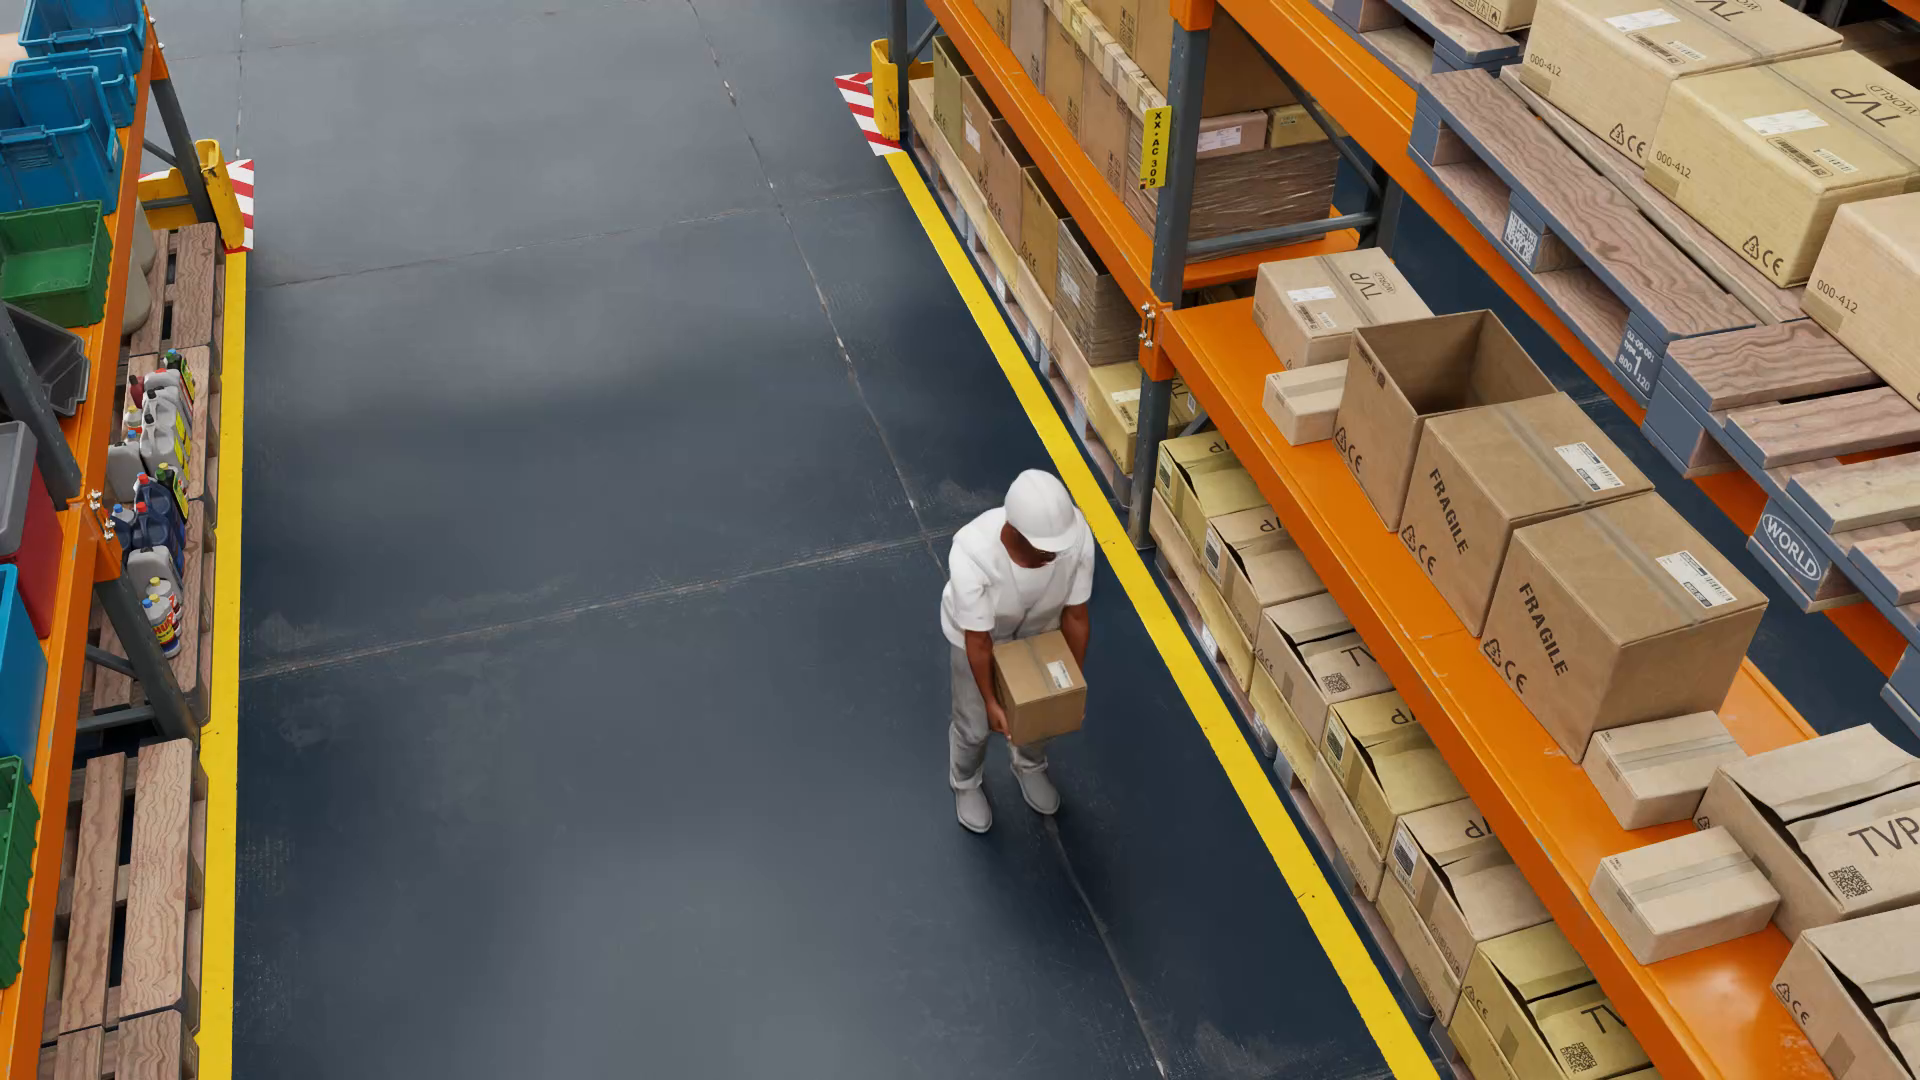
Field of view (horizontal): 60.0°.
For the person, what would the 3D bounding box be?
[{"bbox_3d":[0.207,0.386,5.748,0.498,1.718,0.613,-13,44,-14],"label":"person"}]
